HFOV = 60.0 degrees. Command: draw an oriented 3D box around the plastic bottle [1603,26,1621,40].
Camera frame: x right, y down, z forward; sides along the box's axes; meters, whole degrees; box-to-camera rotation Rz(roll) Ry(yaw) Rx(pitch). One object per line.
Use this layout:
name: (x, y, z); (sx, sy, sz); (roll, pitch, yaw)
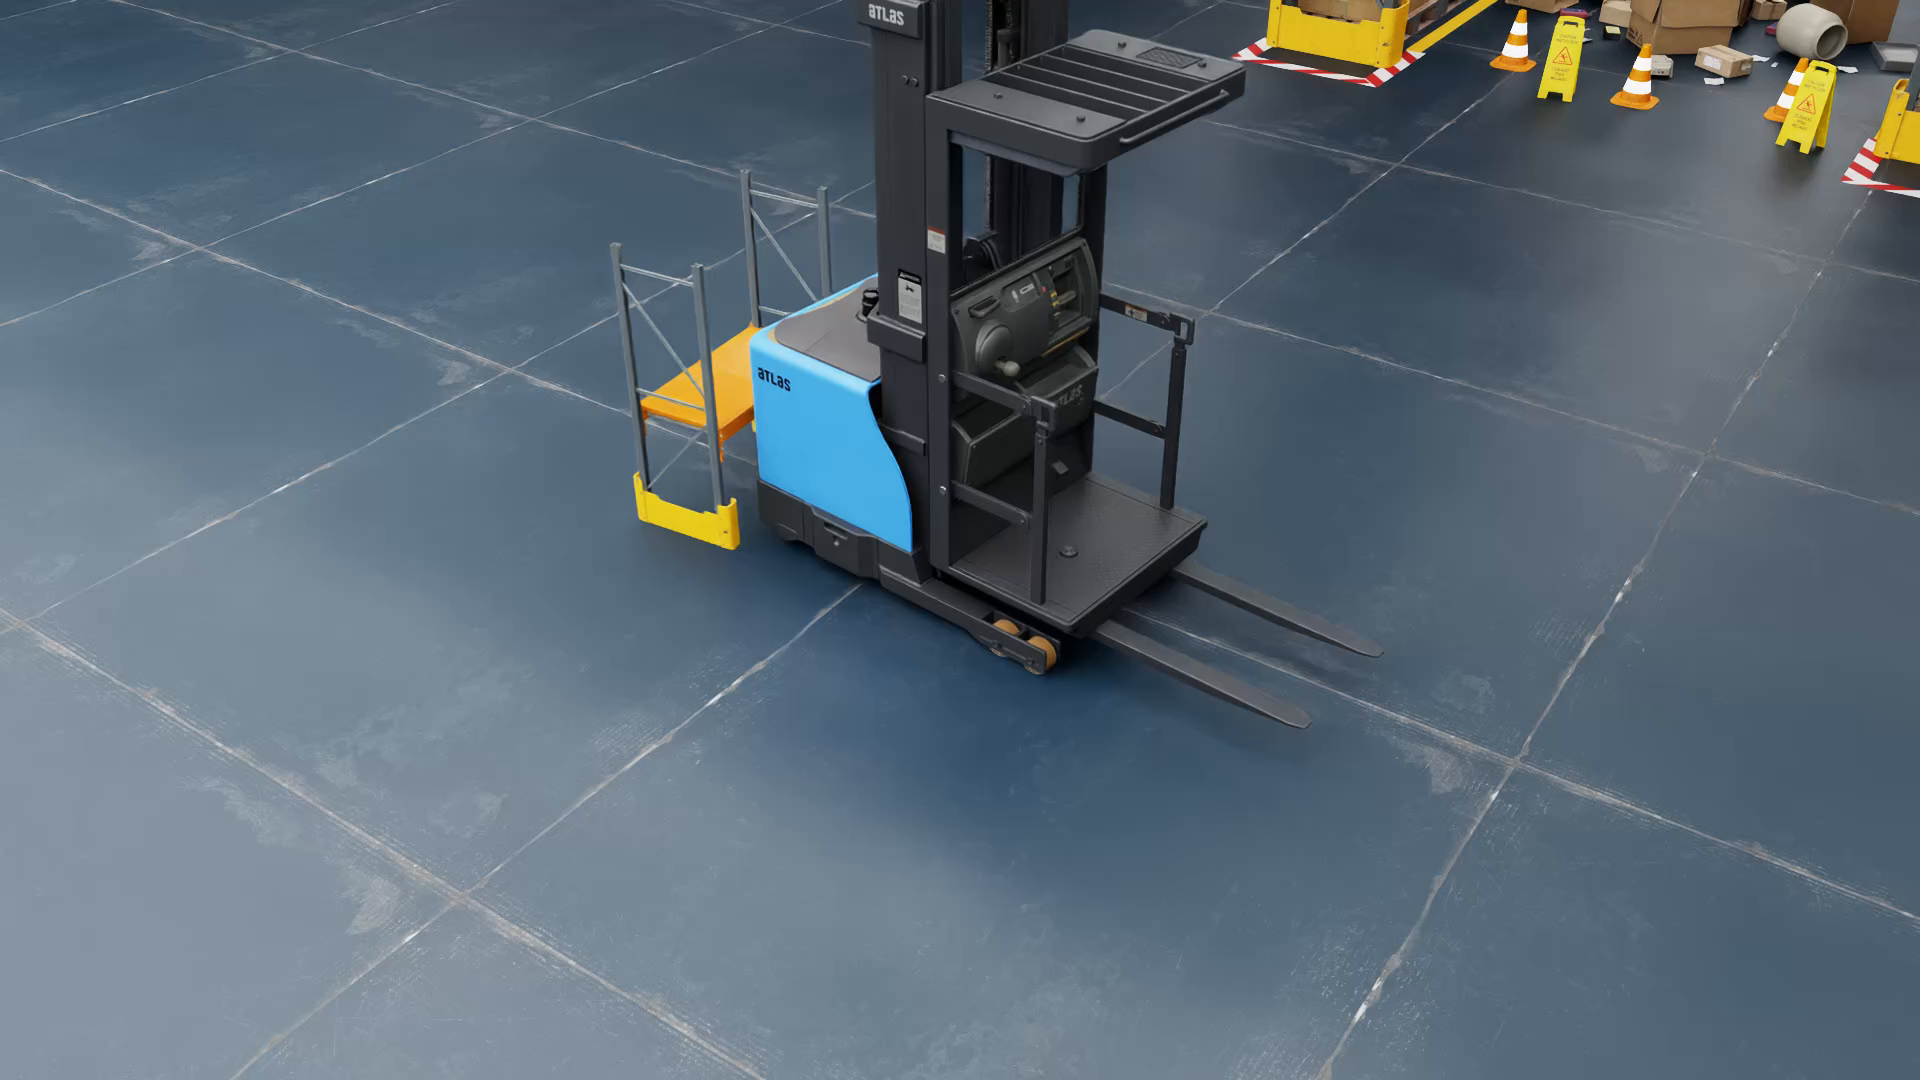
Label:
plastic bottle: (5.857, -4.568, 14.950); (0.133, 0.061, 0.283); (8, 35, 12)

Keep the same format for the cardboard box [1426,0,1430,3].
cardboard box: (4.114, -5.568, 15.328); (0.875, 0.875, 0.875); (21, 39, 27)

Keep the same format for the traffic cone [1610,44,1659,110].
traffic cone: (5.486, -3.758, 13.394); (0.336, 0.463, 0.334); (21, 39, 28)

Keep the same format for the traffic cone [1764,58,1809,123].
traffic cone: (6.592, -3.560, 13.101); (0.336, 0.463, 0.334); (21, 39, 28)

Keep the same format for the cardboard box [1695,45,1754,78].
cardboard box: (6.494, -4.068, 14.133); (0.250, 0.149, 0.380); (-15, 37, -21)

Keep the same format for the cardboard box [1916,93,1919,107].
cardboard box: (7.660, -3.505, 12.834); (0.500, 0.250, 0.500); (21, 39, 28)

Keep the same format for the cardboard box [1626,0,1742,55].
cardboard box: (6.328, -4.584, 14.579); (0.797, 0.503, 0.637); (-3, 34, -4)

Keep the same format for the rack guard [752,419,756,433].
rack guard: (-0.872, -0.639, 8.972); (0.587, 0.250, 0.087); (17, 38, 24)

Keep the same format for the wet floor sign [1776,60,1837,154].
wet floor sign: (6.419, -3.280, 12.524); (0.232, 0.644, 0.267); (-22, 40, -29)

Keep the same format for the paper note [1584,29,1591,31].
paper note: (5.663, -4.627, 15.083); (0.123, 0.001, 0.032); (-15, 37, -21)

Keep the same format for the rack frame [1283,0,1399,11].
rack frame: (3.282, -5.535, 13.758); (1.000, 3.000, 0.127); (21, 39, 28)

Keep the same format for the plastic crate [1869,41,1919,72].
plastic crate: (8.118, -4.172, 14.347); (0.402, 0.080, 0.583); (8, 35, 12)

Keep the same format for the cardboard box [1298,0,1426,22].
cardboard box: (3.614, -5.162, 14.728); (0.875, 0.875, 0.875); (21, 40, 28)

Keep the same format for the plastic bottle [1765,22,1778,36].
plastic bottle: (7.410, -4.629, 15.041); (0.133, 0.061, 0.283); (29, 44, 36)

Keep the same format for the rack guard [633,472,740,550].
rack guard: (-1.356, -0.152, 8.251); (0.587, 0.250, 0.087); (17, 38, 24)

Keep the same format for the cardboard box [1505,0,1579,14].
cardboard box: (5.521, -5.300, 15.638); (0.500, 0.500, 0.500); (29, 44, 36)

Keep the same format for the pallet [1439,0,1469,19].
pallet: (4.370, -5.332, 15.947); (1.003, 0.211, 1.213); (21, 39, 28)

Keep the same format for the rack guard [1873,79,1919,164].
rack guard: (7.450, -3.000, 12.240); (1.175, 0.500, 0.348); (21, 39, 28)

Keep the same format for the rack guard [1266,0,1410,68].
rack guard: (3.268, -4.489, 14.441); (1.175, 0.500, 0.348); (21, 39, 28)

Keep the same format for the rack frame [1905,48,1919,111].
rack frame: (7.406, -4.001, 11.488); (1.000, 3.000, 0.127); (21, 39, 28)

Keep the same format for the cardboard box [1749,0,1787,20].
cardboard box: (7.459, -5.020, 15.436); (0.258, 0.266, 0.396); (-3, 34, -4)

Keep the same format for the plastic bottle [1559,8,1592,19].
plastic bottle: (5.705, -4.876, 15.405); (0.283, 0.061, 0.133); (8, 35, 12)

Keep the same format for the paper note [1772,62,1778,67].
paper note: (6.995, -4.081, 14.276); (0.032, 0.001, 0.123); (21, 39, 28)

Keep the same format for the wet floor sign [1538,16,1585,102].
wet floor sign: (4.892, -3.914, 13.462); (0.267, 0.644, 0.232); (14, 37, 20)

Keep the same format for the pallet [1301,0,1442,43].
pallet: (3.674, -4.773, 15.120); (1.003, 0.211, 1.213); (21, 39, 28)

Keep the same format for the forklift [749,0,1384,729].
forklift: (0.451, -0.955, 7.045); (3.031, 2.935, 1.130); (25, 41, 32)

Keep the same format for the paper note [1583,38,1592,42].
paper note: (5.547, -4.465, 14.827); (0.142, 0.017, 0.144); (-22, 40, -29)

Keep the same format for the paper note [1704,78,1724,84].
paper note: (6.310, -3.842, 13.904); (0.148, 0.019, 0.142); (8, 35, 12)

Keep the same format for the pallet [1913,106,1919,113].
pallet: (7.942, -3.243, 12.857); (1.003, 0.211, 1.213); (21, 39, 28)

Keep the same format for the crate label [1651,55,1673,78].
crate label: (5.883, -4.005, 14.049); (0.250, 0.136, 0.298); (3, 34, 4)

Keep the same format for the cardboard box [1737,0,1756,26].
cardboard box: (6.854, -5.073, 15.181); (0.797, 0.637, 0.503); (21, 39, 28)

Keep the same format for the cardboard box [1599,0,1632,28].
cardboard box: (6.096, -4.864, 15.206); (0.396, 0.266, 0.258); (29, 44, 36)

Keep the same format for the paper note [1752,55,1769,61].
paper note: (6.918, -4.180, 14.414); (0.142, 0.019, 0.148); (-22, 40, -29)

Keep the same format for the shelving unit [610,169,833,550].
shelving unit: (-1.114, -0.913, 8.262); (0.587, 1.500, 1.083); (17, 38, 24)

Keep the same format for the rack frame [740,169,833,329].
rack frame: (-0.871, -1.158, 8.623); (0.500, 1.500, 0.032); (17, 38, 24)

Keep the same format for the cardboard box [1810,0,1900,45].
cardboard box: (7.958, -4.749, 14.823); (0.500, 0.500, 0.500); (-9, 35, -13)

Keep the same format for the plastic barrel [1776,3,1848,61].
plastic barrel: (7.340, -4.368, 14.331); (0.421, 0.421, 0.512); (-9, 35, -13)

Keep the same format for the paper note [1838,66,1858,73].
paper note: (7.563, -4.013, 14.156); (0.142, 0.019, 0.148); (8, 35, 12)

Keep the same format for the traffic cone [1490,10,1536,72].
traffic cone: (4.751, -4.275, 14.159); (0.336, 0.463, 0.334); (21, 39, 28)

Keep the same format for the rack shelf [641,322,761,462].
rack shelf: (-1.118, -0.760, 8.356); (0.538, 0.185, 1.000); (17, 38, 24)

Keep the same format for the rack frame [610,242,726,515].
rack frame: (-1.366, -0.660, 7.887); (0.500, 1.500, 0.032); (17, 38, 24)
